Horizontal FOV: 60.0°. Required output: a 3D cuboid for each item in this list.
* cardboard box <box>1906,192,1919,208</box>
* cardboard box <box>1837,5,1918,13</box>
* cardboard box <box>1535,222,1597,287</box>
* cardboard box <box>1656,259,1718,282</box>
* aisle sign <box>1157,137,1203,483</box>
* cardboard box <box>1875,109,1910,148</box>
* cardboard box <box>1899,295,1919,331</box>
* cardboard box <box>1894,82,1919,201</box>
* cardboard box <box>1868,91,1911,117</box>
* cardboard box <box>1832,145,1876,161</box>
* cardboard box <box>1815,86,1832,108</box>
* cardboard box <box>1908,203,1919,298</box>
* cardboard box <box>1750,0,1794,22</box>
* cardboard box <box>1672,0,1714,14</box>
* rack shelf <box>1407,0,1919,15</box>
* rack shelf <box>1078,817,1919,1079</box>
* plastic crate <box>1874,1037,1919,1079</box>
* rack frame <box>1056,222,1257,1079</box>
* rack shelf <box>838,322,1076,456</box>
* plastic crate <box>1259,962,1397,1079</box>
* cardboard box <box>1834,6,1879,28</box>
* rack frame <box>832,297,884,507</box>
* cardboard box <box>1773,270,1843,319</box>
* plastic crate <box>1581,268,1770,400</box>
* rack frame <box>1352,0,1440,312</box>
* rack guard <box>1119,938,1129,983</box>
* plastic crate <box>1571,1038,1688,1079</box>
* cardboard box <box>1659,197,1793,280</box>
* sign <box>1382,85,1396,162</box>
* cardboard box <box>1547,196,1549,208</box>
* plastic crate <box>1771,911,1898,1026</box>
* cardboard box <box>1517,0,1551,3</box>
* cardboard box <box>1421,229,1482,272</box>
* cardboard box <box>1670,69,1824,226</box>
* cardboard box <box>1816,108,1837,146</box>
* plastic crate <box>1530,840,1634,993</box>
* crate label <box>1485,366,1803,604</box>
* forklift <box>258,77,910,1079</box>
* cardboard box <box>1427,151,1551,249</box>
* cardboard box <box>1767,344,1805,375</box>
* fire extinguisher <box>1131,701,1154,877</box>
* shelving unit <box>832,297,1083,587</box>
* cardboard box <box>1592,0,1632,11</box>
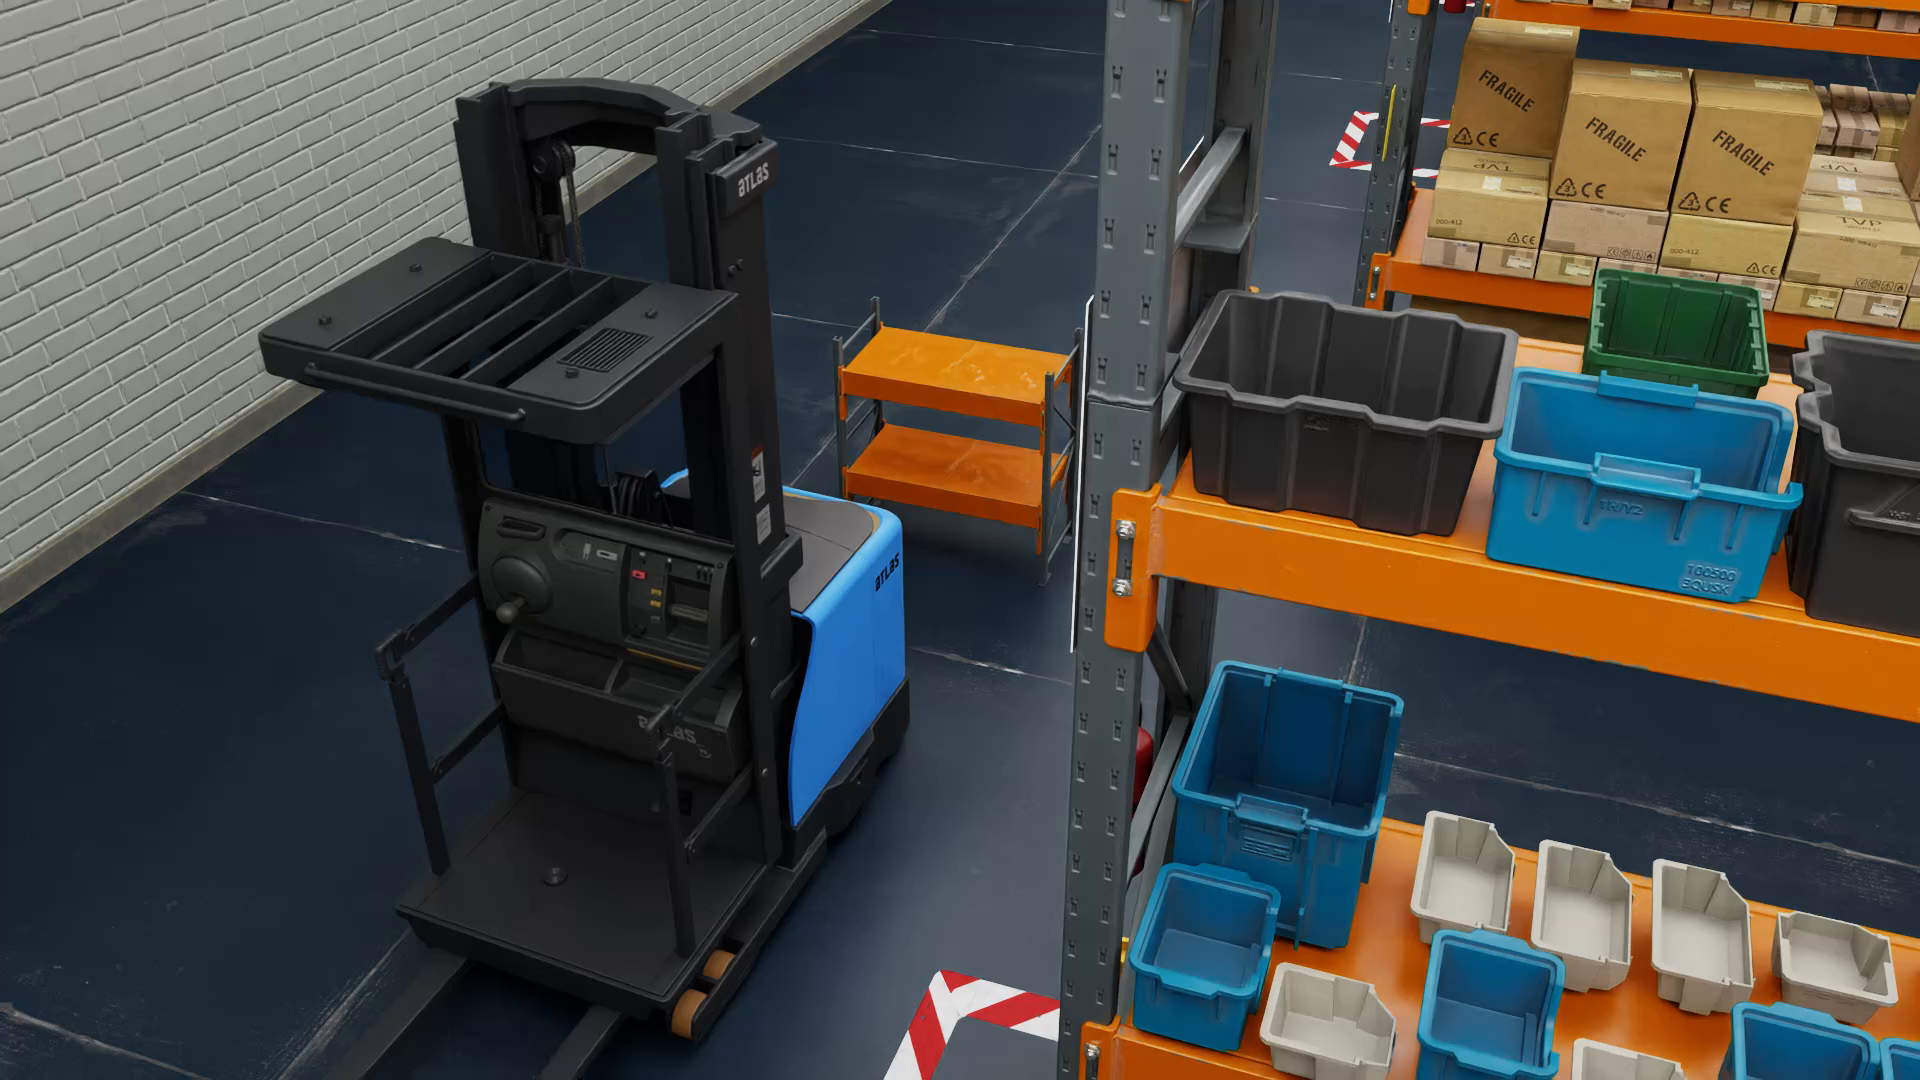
[{"bbox_3d":[4.593,-1.508,7.685,0.500,0.250,0.500,12,35,18],"label":"cardboard box"},{"bbox_3d":[6.164,-3.854,11.087,0.500,0.500,0.500,11,34,16],"label":"cardboard box"},{"bbox_3d":[2.843,-1.341,7.794,0.250,0.149,0.380,10,34,15],"label":"cardboard box"},{"bbox_3d":[3.328,-1.247,7.648,0.250,0.149,0.380,10,34,16],"label":"cardboard box"},{"bbox_3d":[0.497,-0.499,3.861,0.004,0.787,0.394,11,34,16],"label":"aisle sign"},{"bbox_3d":[6.540,-2.872,11.625,0.250,0.149,0.380,12,35,18],"label":"cardboard box"},{"bbox_3d":[4.295,-1.059,7.357,0.250,0.149,0.380,10,34,16],"label":"cardboard box"},{"bbox_3d":[4.586,-1.823,7.481,0.500,0.500,0.500,10,34,15],"label":"cardboard box"},{"bbox_3d":[6.669,-3.091,11.964,0.250,0.149,0.380,10,34,15],"label":"cardboard box"},{"bbox_3d":[6.301,-2.770,11.742,0.250,0.149,0.380,12,35,18],"label":"cardboard box"},{"bbox_3d":[6.173,-3.187,12.113,0.250,0.149,0.380,10,34,14],"label":"cardboard box"},{"bbox_3d":[4.430,-1.237,7.264,0.500,0.250,0.500,12,35,17],"label":"cardboard box"},{"bbox_3d":[5.586,-3.696,11.440,0.250,0.149,0.380,12,35,18],"label":"cardboard box"},{"bbox_3d":[5.126,-3.814,11.623,0.250,0.149,0.380,11,34,16],"label":"cardboard box"},{"bbox_3d":[4.020,-2.365,7.046,4.000,0.370,1.077,11,34,16],"label":"rack shelf"},{"bbox_3d":[2.349,1.424,3.942,4.000,0.370,1.077,11,34,16],"label":"rack shelf"},{"bbox_3d":[2.109,1.310,3.555,0.300,0.233,0.416,11,34,16],"label":"plastic crate"},{"bbox_3d":[0.466,0.756,4.314,0.127,3.000,1.000,11,34,16],"label":"rack frame"},{"bbox_3d":[-0.006,-0.720,7.788,1.000,0.278,0.538,11,34,16],"label":"rack shelf"},{"bbox_3d":[0.861,1.156,3.882,0.298,0.136,0.250,11,34,16],"label":"plastic crate"},{"bbox_3d":[6.091,-3.622,11.325,0.250,0.149,0.380,10,34,16],"label":"cardboard box"},{"bbox_3d":[-0.485,-0.567,8.091,0.032,1.125,0.500,11,34,16],"label":"rack frame"},{"bbox_3d":[3.808,-1.153,7.503,0.250,0.149,0.380,10,34,15],"label":"cardboard box"},{"bbox_3d":[1.491,-0.381,3.504,0.336,0.188,0.450,11,34,16],"label":"plastic crate"},{"bbox_3d":[2.137,-1.773,8.231,0.127,3.000,1.000,11,34,16],"label":"rack frame"},{"bbox_3d":[0.439,1.808,4.989,0.348,0.500,1.175,11,34,16],"label":"rack guard"},{"bbox_3d":[1.500,1.280,3.690,0.298,0.136,0.250,11,34,16],"label":"plastic crate"},{"bbox_3d":[3.461,-1.424,7.554,0.500,0.250,0.500,10,34,15],"label":"cardboard box"},{"bbox_3d":[1.944,-1.888,7.538,0.005,0.325,0.100,11,34,16],"label":"sign"},{"bbox_3d":[3.160,-1.789,8.119,0.500,0.250,0.500,10,34,16],"label":"cardboard box"},{"bbox_3d":[2.118,1.042,4.059,0.250,0.136,0.298,11,34,16],"label":"plastic crate"},{"bbox_3d":[4.100,-3.955,11.842,0.250,0.149,0.380,11,34,16],"label":"cardboard box"},{"bbox_3d":[2.360,-1.434,7.938,0.250,0.149,0.380,11,35,17],"label":"cardboard box"},{"bbox_3d":[3.458,-1.741,7.354,0.500,0.500,0.500,10,34,15],"label":"cardboard box"},{"bbox_3d":[5.996,-2.917,11.696,0.250,0.149,0.380,10,34,15],"label":"cardboard box"},{"bbox_3d":[1.563,0.959,4.188,0.243,0.136,0.396,11,34,16],"label":"plastic crate"},{"bbox_3d":[1.226,-0.108,3.024,0.502,0.251,0.408,11,34,16],"label":"crate label"},{"bbox_3d":[-1.250,0.194,5.247,1.130,2.935,3.031,13,35,19],"label":"forklift"},{"bbox_3d":[2.498,-1.610,7.841,0.500,0.250,0.500,10,34,15],"label":"cardboard box"},{"bbox_3d":[3.623,-0.814,8.317,0.875,0.875,0.875,11,34,16],"label":"cardboard box"},{"bbox_3d":[0.477,0.685,4.838,0.183,0.674,0.296,11,34,16],"label":"fire extinguisher"},{"bbox_3d":[-0.006,-0.474,7.947,1.048,1.125,0.538,11,34,16],"label":"shelving unit"},{"bbox_3d":[4.589,-3.853,11.684,0.250,0.149,0.380,10,34,15],"label":"cardboard box"}]
